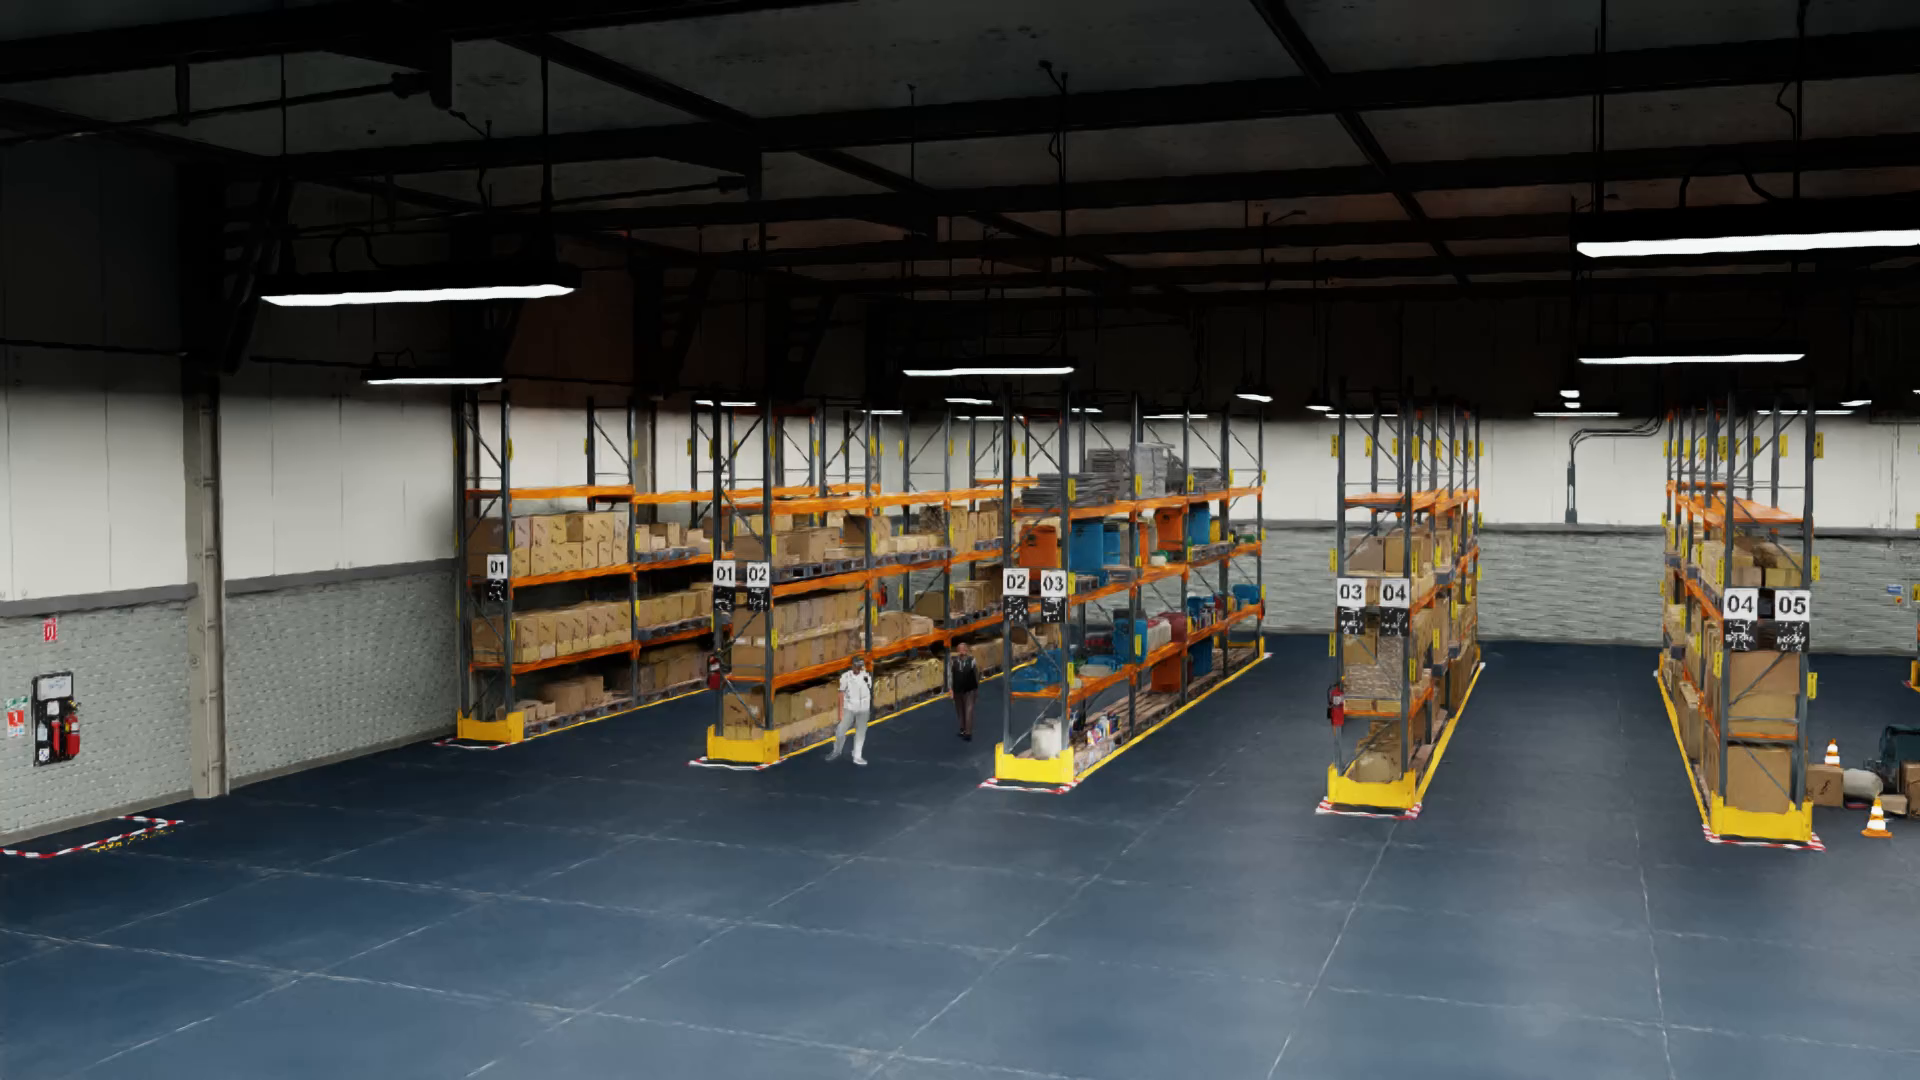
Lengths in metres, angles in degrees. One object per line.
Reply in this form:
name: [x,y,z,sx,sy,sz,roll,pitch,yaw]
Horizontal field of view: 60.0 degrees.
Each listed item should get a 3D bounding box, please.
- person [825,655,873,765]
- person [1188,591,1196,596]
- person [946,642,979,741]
person: [-1.753,2.680,26.343,0.722,1.740,0.556,-1,3,-20]
person: [5.176,2.030,37.810,0.587,1.758,0.687,2,4,38]
person: [0.044,2.586,28.596,0.538,1.664,1.026,1,3,12]
